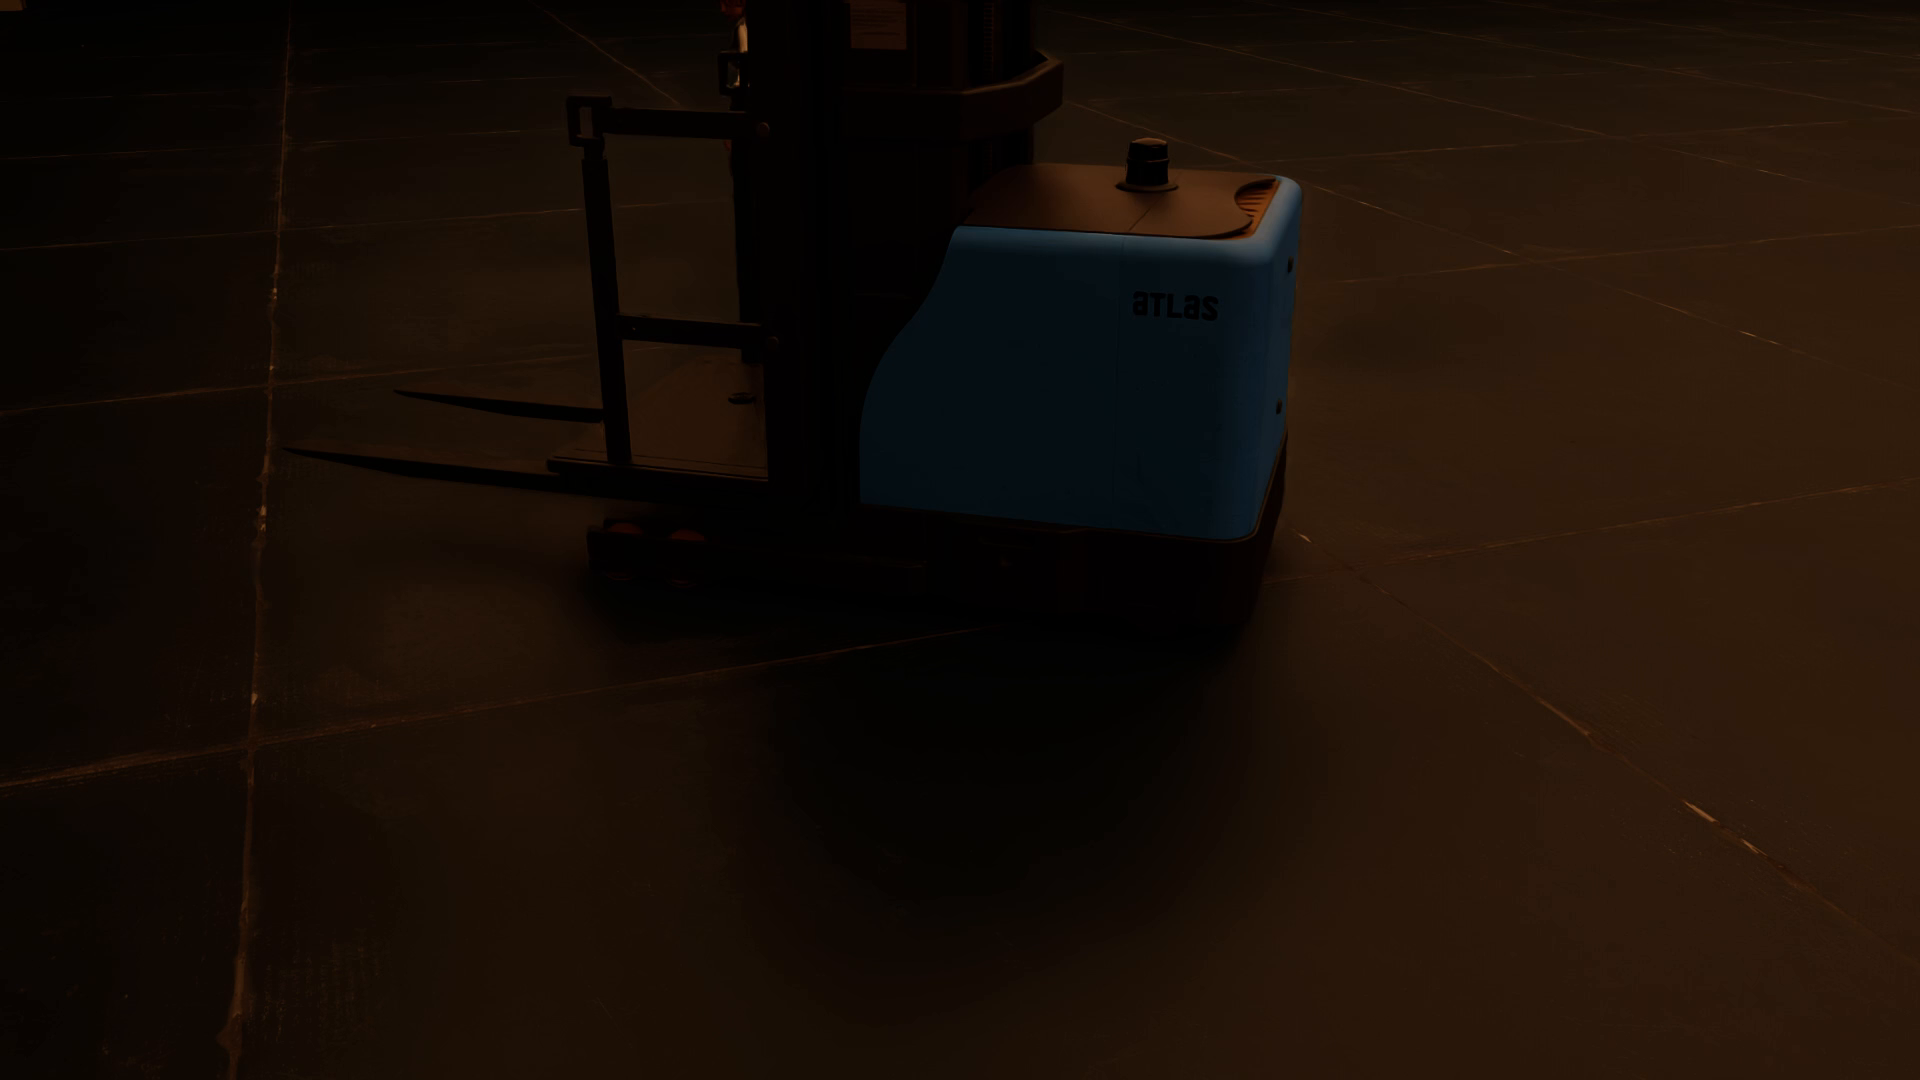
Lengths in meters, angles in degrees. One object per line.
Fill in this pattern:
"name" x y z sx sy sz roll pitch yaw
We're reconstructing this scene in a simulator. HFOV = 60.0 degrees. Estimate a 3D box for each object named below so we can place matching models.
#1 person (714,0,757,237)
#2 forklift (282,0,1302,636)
"person" -0.982 -2.155 8.450 0.635 1.393 0.580 19 29 37
"forklift" -0.572 -1.401 4.631 3.031 2.935 1.130 6 24 14
